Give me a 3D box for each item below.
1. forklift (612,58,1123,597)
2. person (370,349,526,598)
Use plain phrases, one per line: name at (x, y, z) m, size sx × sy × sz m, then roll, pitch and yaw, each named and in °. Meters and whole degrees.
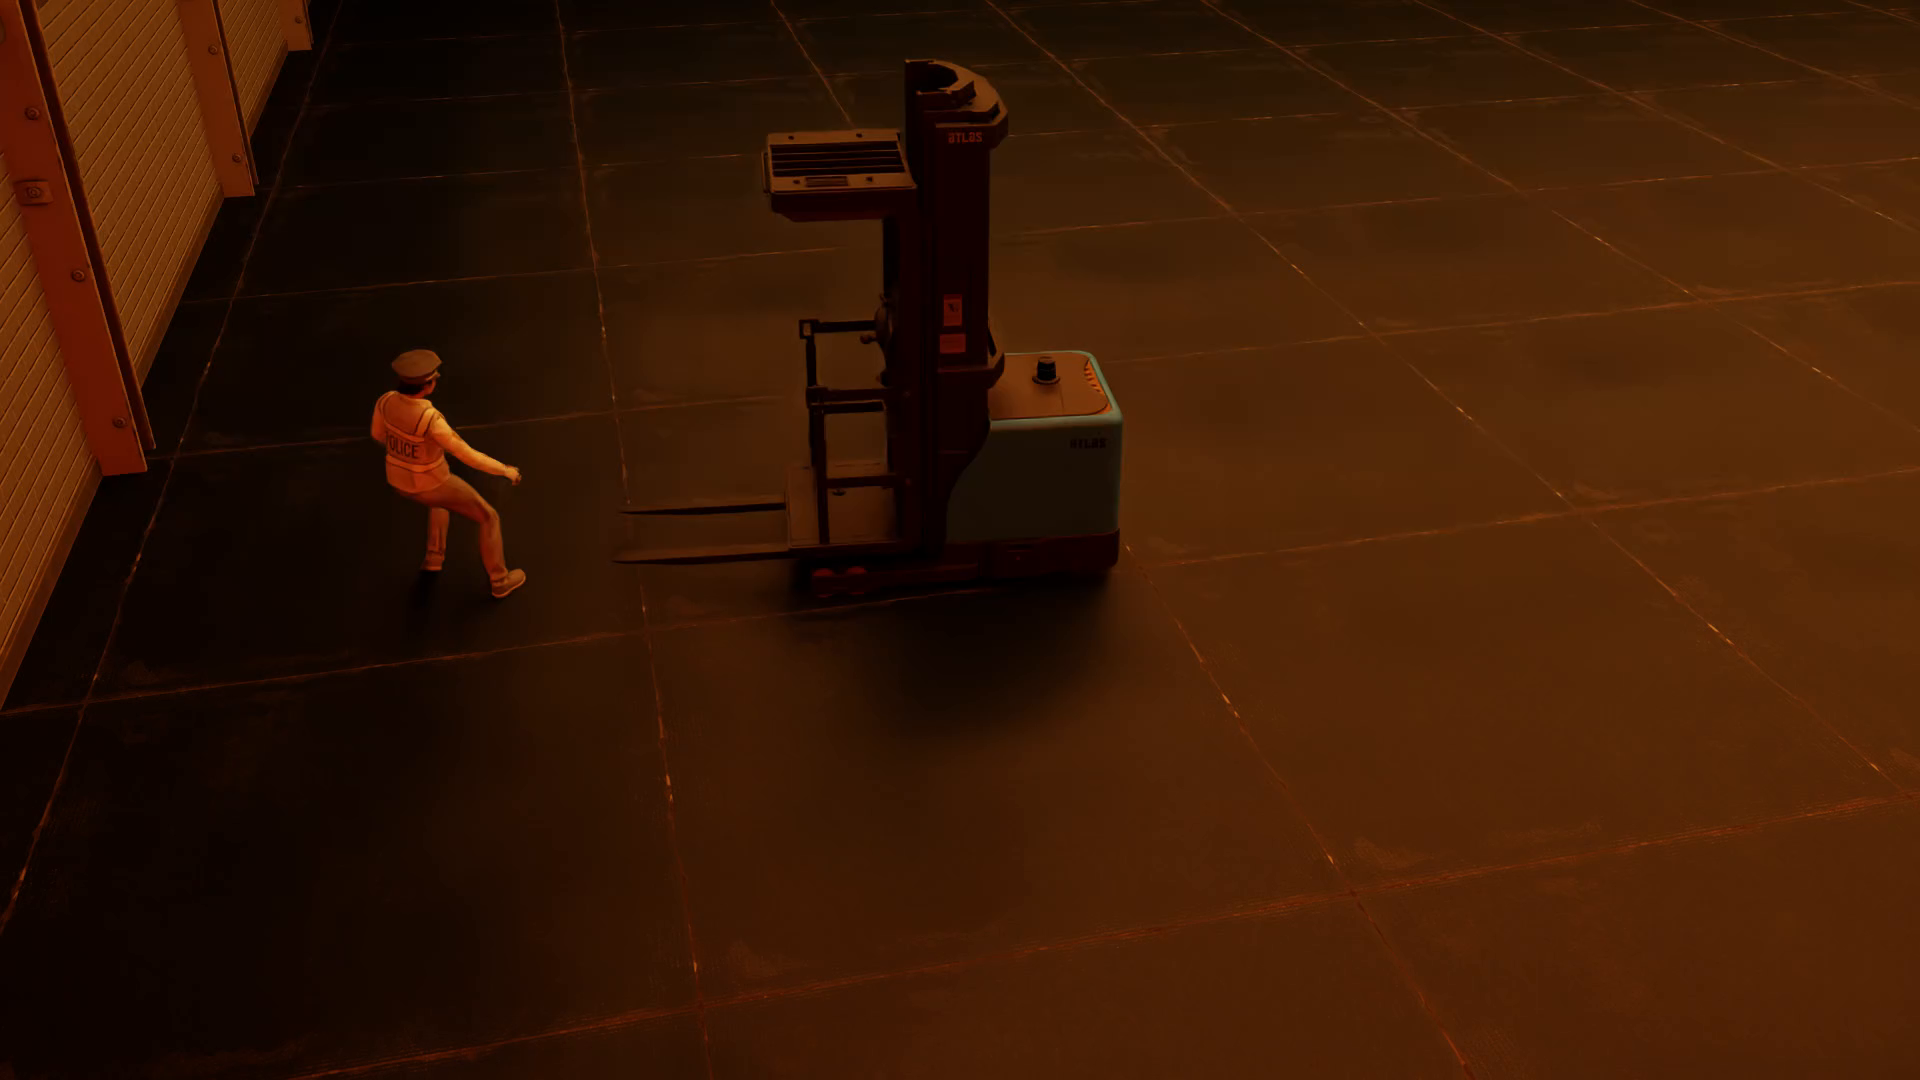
forklift at (-0.595, -1.208, 9.661) m, size 3.031 × 2.935 × 1.130 m, roll -4°, pitch 30°, yaw -6°
person at (-3.001, -0.397, 9.647) m, size 0.779 × 1.534 × 0.506 m, roll 14°, pitch 33°, yaw 23°
